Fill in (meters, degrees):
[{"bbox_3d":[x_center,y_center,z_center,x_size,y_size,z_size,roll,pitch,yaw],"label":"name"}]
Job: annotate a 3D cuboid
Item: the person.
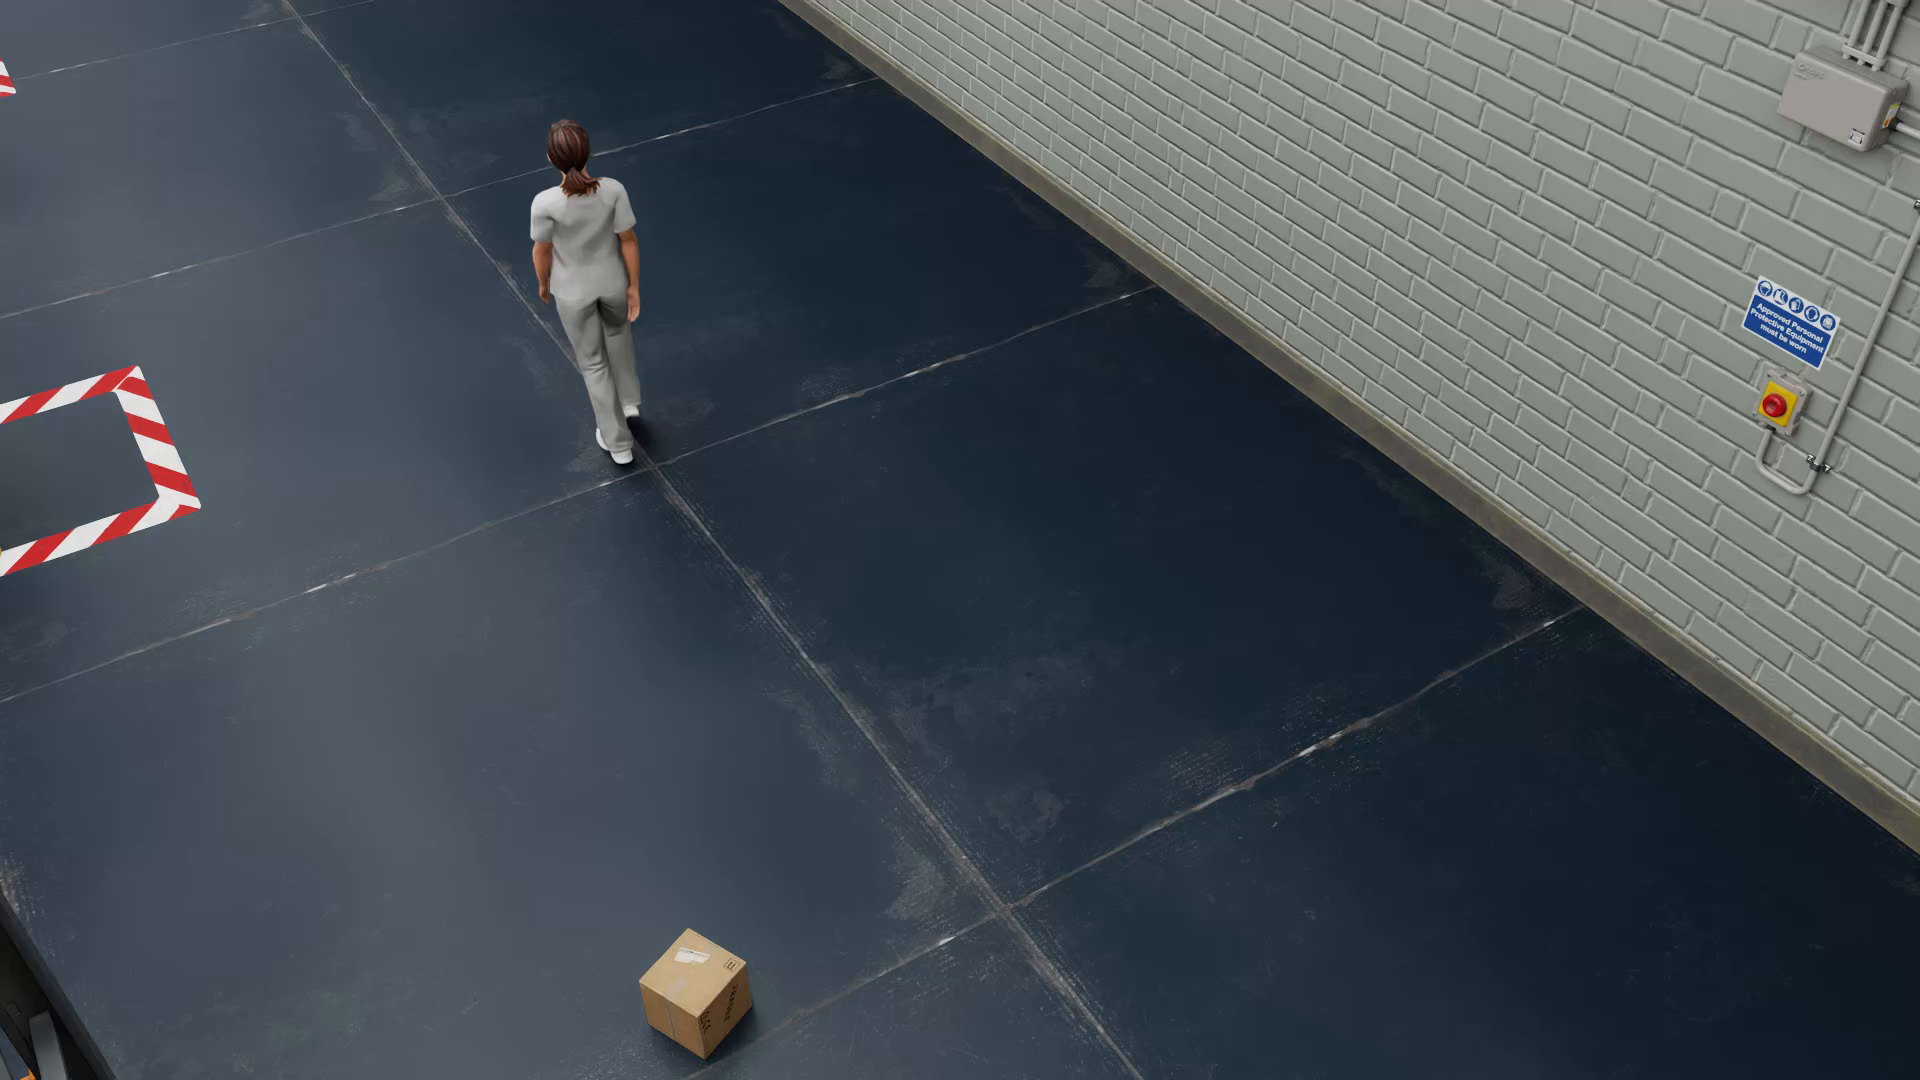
[{"bbox_3d":[-1.652,-1.104,7.448,0.445,1.727,0.514,-19,44,-20],"label":"person"}]
